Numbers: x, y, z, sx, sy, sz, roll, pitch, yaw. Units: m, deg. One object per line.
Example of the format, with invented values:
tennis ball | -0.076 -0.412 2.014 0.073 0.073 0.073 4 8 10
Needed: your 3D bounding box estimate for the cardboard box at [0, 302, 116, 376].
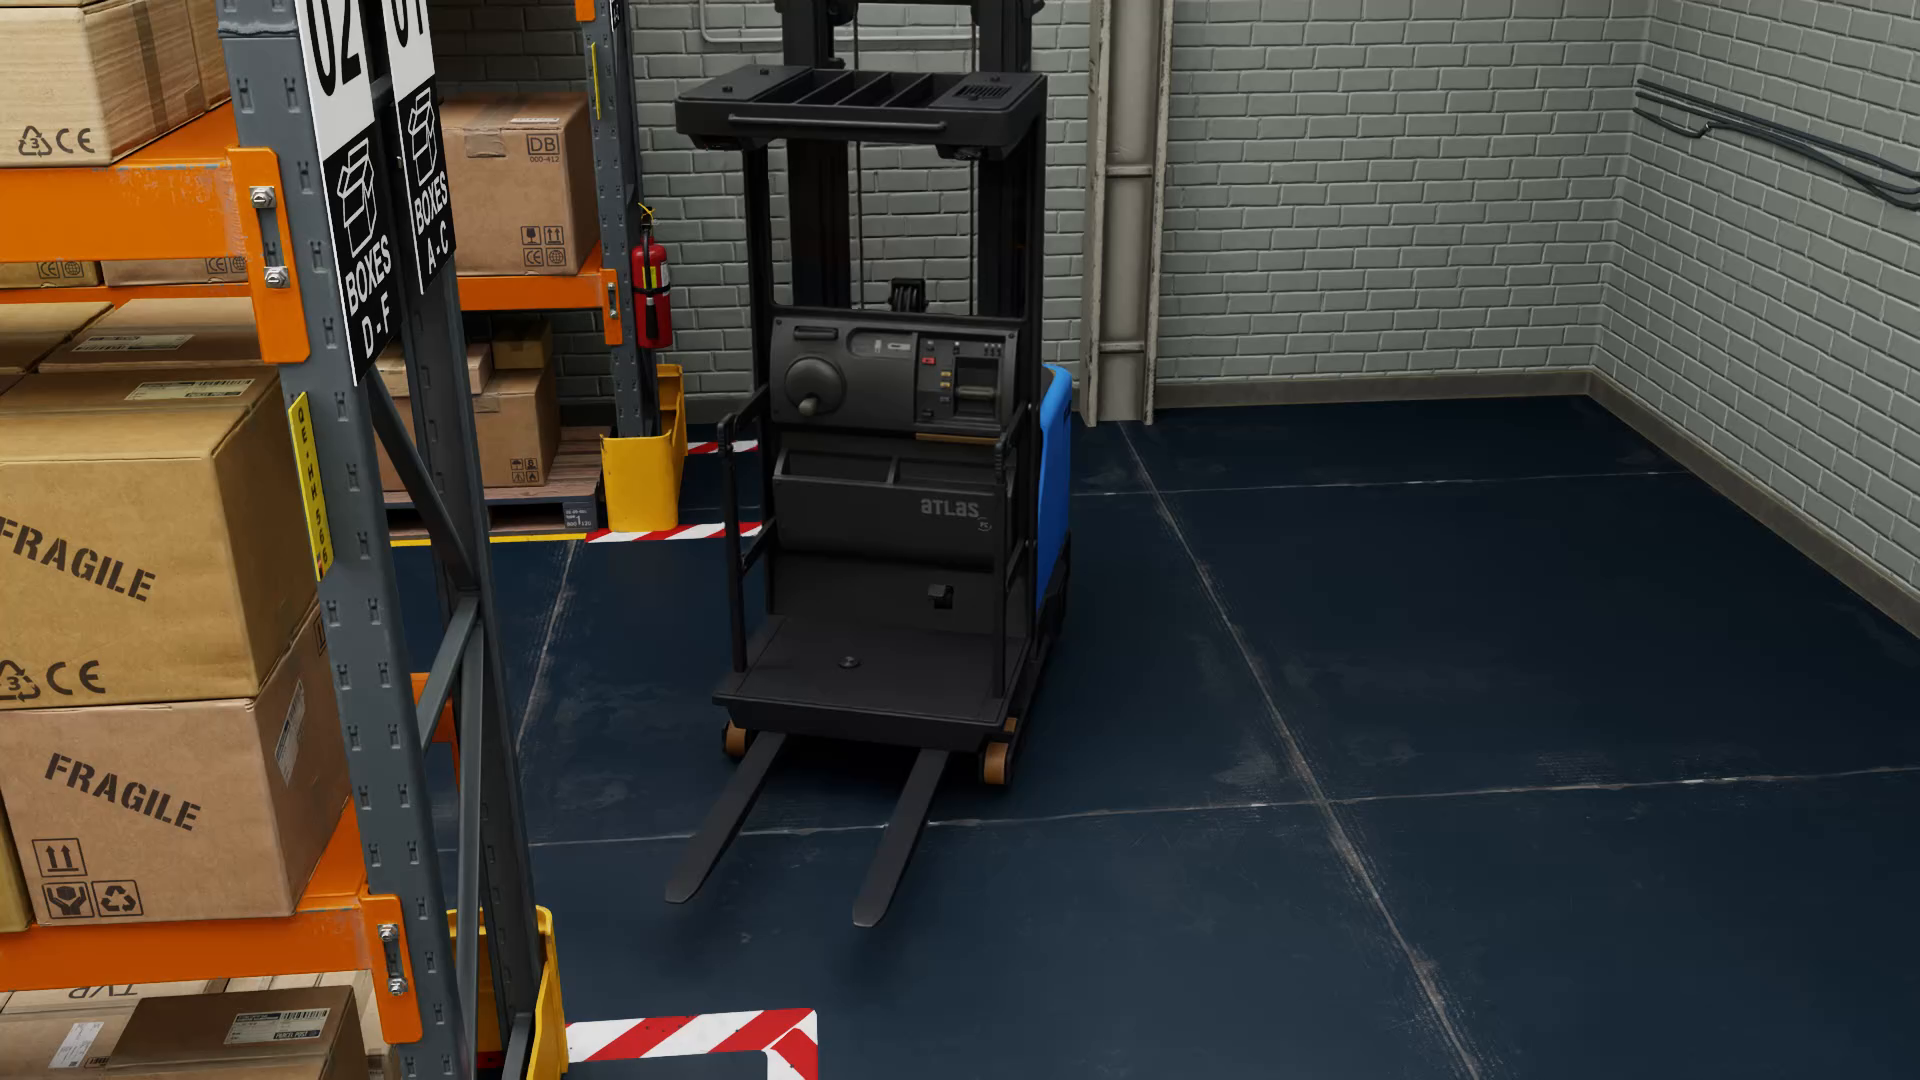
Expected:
cardboard box | -2.172 -0.212 3.680 0.500 0.500 0.500 -2 24 -5

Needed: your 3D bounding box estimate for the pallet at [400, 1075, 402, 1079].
pallet | -2.054 1.665 4.245 1.213 0.211 1.003 -2 24 -5

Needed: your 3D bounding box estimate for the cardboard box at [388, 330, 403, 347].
cardboard box | -2.762 -0.990 8.545 0.250 0.149 0.380 -2 24 -5

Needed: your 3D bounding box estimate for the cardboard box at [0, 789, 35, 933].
cardboard box | -2.120 0.460 3.400 0.500 0.500 0.500 -2 24 -5

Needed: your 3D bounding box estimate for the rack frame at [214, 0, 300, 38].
rack frame | -1.185 -2.386 2.539 0.127 3.000 1.000 -2 24 -5

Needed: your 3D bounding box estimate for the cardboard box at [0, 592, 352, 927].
cardboard box | -1.604 0.438 3.449 0.500 0.500 0.500 -2 24 -4

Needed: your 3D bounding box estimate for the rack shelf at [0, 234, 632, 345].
rack shelf | -3.666 -1.238 8.228 4.000 0.370 1.077 -2 24 -5

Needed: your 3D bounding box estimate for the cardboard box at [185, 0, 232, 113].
cardboard box | -1.721 -1.029 3.364 0.500 0.250 0.500 -2 24 -5

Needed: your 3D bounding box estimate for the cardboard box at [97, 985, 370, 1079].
cardboard box | -1.702 1.418 3.903 0.500 0.500 0.500 -2 24 -5

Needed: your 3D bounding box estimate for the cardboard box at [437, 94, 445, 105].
cardboard box | -2.905 -1.726 8.070 0.700 0.700 0.980 -2 24 -6

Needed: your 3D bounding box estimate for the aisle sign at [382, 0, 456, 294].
aisle sign | -1.146 -0.954 3.503 0.004 0.787 0.394 -2 24 -5

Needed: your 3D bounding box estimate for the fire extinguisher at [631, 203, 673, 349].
fire extinguisher | -1.480 -1.260 7.947 0.183 0.674 0.296 -2 24 -5

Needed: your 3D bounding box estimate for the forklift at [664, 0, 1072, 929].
forklift | -0.290 -0.588 5.963 1.130 2.935 3.031 5 24 11

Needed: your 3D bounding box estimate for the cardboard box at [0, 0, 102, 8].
cardboard box | -1.671 -1.052 2.799 0.500 0.250 0.500 -2 24 -5

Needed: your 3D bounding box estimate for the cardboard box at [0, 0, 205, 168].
cardboard box | -1.670 -0.820 2.893 0.500 0.250 0.500 -2 24 -5

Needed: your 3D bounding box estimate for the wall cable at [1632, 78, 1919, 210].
wall cable | 3.988 -3.051 7.857 0.112 2.526 3.097 -2 24 -5

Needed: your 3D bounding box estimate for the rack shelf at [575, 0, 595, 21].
rack shelf | -3.666 -2.609 7.619 4.000 0.370 1.077 -2 24 -5

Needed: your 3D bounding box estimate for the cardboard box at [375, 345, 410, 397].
cardboard box | -2.726 -0.835 8.198 0.250 0.149 0.380 -2 24 -4

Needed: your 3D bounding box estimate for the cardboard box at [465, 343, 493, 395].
cardboard box | -2.472 -0.846 8.221 0.250 0.149 0.380 -3 24 -6

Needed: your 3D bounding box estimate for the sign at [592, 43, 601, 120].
sign | -1.636 -2.064 7.484 0.005 0.325 0.100 -2 24 -5

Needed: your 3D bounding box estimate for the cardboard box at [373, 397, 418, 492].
cardboard box | -2.860 -0.608 8.485 0.500 0.500 0.700 -2 24 -5

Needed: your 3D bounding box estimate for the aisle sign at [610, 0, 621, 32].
aisle sign | -1.574 -2.716 7.467 0.004 0.787 0.394 -2 24 -5

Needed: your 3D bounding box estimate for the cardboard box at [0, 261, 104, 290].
cardboard box | -4.388 -1.666 7.936 0.700 0.700 0.980 -3 24 -6

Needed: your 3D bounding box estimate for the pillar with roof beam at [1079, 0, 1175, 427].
pillar with roof beam | 1.350 -3.105 4.158 0.400 9.000 9.100 -2 24 -5

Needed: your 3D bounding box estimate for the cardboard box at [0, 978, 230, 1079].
cardboard box | -2.251 1.338 4.391 0.500 0.250 0.500 -2 24 -5

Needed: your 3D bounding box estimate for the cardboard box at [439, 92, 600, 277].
cardboard box | -2.182 -1.759 8.146 0.700 0.700 0.980 -1 24 -3

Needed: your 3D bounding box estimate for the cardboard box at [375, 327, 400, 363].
cardboard box | -3.011 -0.980 8.523 0.250 0.149 0.380 -2 24 -5

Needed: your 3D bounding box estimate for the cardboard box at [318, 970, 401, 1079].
cardboard box | -1.635 1.335 4.522 0.250 0.149 0.380 -2 24 -5

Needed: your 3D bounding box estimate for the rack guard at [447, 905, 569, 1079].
rack guard | -1.260 1.501 4.258 0.348 0.500 1.175 -2 24 -5

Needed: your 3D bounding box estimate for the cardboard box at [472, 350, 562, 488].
cardboard box | -2.362 -0.628 8.530 0.500 0.500 0.700 -2 24 -5

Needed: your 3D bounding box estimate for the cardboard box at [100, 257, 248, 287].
cardboard box | -3.665 -1.699 8.010 0.700 0.700 0.980 -3 24 -8

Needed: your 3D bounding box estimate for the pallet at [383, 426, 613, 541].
pallet | -2.463 -0.309 8.685 1.213 0.211 1.003 -2 24 -5

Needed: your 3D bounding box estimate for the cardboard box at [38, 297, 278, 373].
cardboard box | -1.652 -0.236 3.734 0.500 0.500 0.500 -2 24 -4

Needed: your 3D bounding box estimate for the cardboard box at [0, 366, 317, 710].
cardboard box | -1.601 -0.018 3.244 0.500 0.500 0.500 -3 24 -6

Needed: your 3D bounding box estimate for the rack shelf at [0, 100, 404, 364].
rack shelf | -3.175 -0.607 3.115 4.000 0.370 1.077 -2 24 -5

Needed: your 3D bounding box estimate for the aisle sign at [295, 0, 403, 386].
aisle sign | -1.087 -0.711 2.957 0.004 0.787 0.394 -2 24 -5

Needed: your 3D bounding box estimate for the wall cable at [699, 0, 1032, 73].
wall cable | -0.494 -2.544 9.031 1.851 1.984 0.084 -2 24 -5

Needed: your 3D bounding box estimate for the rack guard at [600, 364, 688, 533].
rack guard | -1.652 -0.505 8.772 0.348 0.500 1.175 -2 24 -5

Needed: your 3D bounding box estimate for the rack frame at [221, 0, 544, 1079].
rack frame | -1.185 0.355 3.757 0.127 3.000 1.000 -2 24 -5

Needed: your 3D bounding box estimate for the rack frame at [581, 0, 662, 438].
rack frame | -1.675 -1.647 8.262 0.127 3.000 1.000 -2 24 -5

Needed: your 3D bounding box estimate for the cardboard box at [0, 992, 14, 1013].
cardboard box | -2.749 1.358 4.346 0.500 0.250 0.500 -2 24 -5

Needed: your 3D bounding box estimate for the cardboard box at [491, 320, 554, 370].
cardboard box | -2.257 -1.010 8.592 0.250 0.149 0.380 -2 24 -5

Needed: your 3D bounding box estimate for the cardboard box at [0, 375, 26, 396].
cardboard box | -2.103 0.002 3.198 0.500 0.500 0.500 -2 24 -4

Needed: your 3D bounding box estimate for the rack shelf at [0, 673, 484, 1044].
rack shelf | -3.175 0.764 3.724 4.000 0.370 1.077 -2 24 -5

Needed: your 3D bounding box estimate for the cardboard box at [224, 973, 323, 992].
cardboard box | -1.884 1.337 4.496 0.250 0.166 0.380 -2 24 -5

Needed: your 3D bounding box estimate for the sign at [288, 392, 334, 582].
sign | -1.150 -0.093 2.952 0.005 0.325 0.100 -2 24 -5
